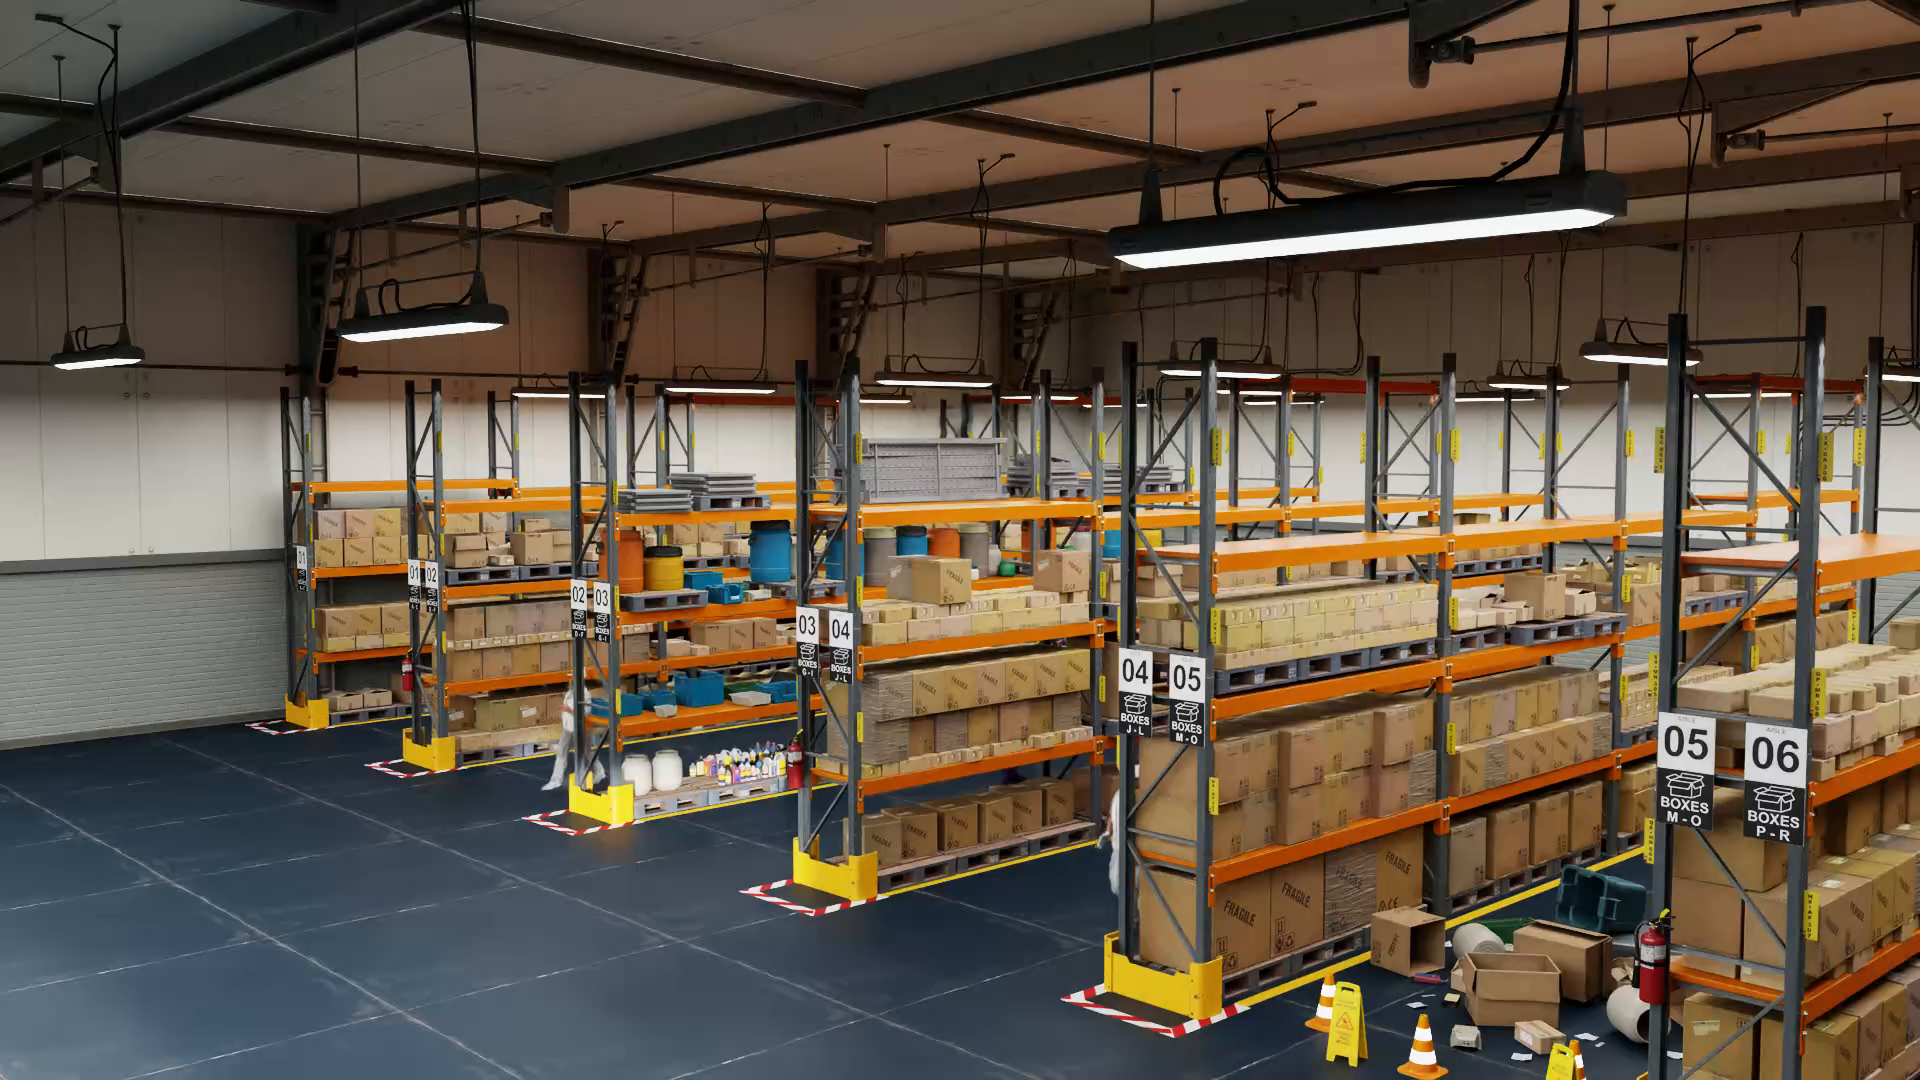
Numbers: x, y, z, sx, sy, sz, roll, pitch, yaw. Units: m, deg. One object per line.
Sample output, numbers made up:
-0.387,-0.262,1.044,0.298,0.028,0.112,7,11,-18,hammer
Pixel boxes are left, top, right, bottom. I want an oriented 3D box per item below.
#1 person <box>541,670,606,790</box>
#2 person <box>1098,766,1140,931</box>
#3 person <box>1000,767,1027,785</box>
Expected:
-5.518,2.704,23.935,0.652,1.753,0.972,3,5,42,person
1.801,3.198,17.208,0.669,1.745,0.704,3,5,37,person
0.682,2.849,22.952,0.610,1.622,0.958,3,5,40,person
